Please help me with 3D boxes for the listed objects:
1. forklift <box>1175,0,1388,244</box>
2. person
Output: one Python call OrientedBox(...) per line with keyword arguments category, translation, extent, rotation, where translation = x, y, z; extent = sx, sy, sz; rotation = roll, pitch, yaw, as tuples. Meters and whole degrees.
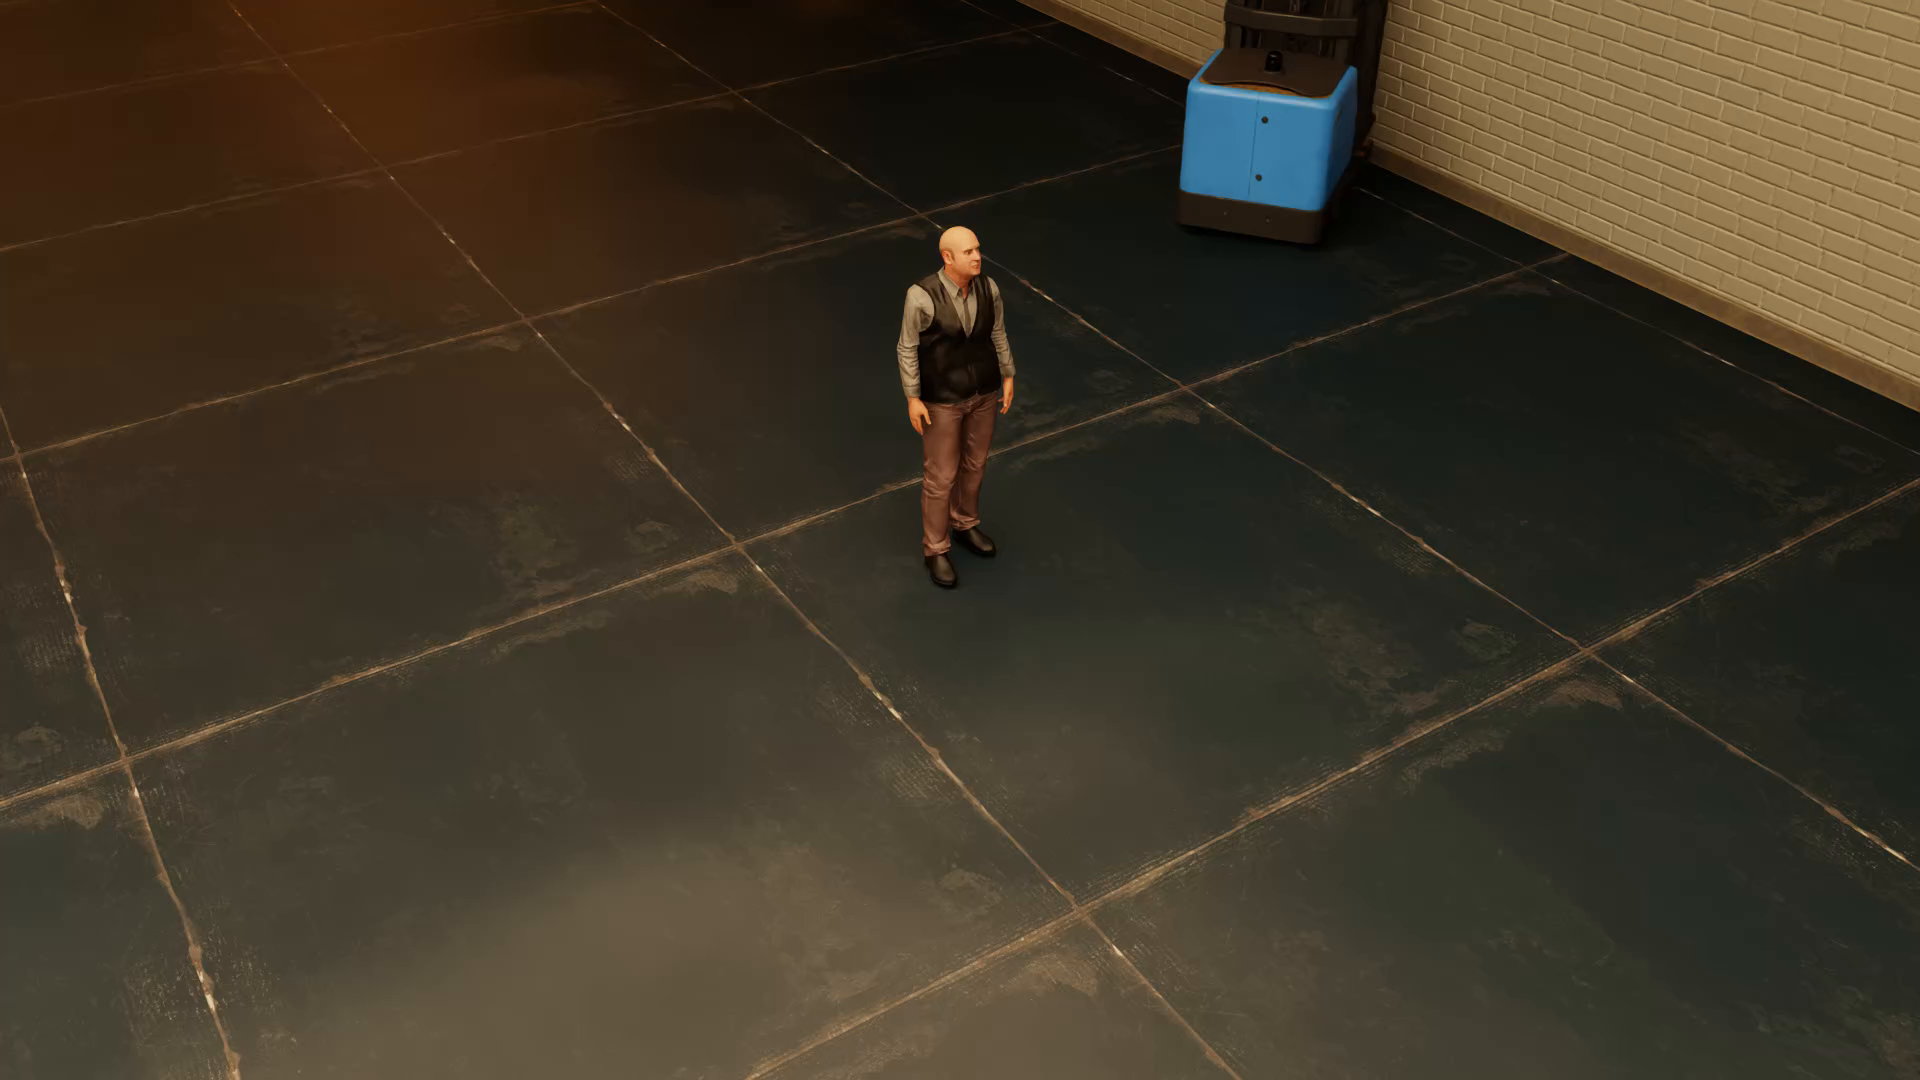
OrientedBox(category="forklift", translation=(2.548, -4.083, 11.959), extent=(1.130, 2.935, 3.031), rotation=(13, 37, 18))
OrientedBox(category="person", translation=(0.027, -0.678, 8.152), extent=(0.632, 1.720, 0.568), rotation=(-21, 40, -27))
